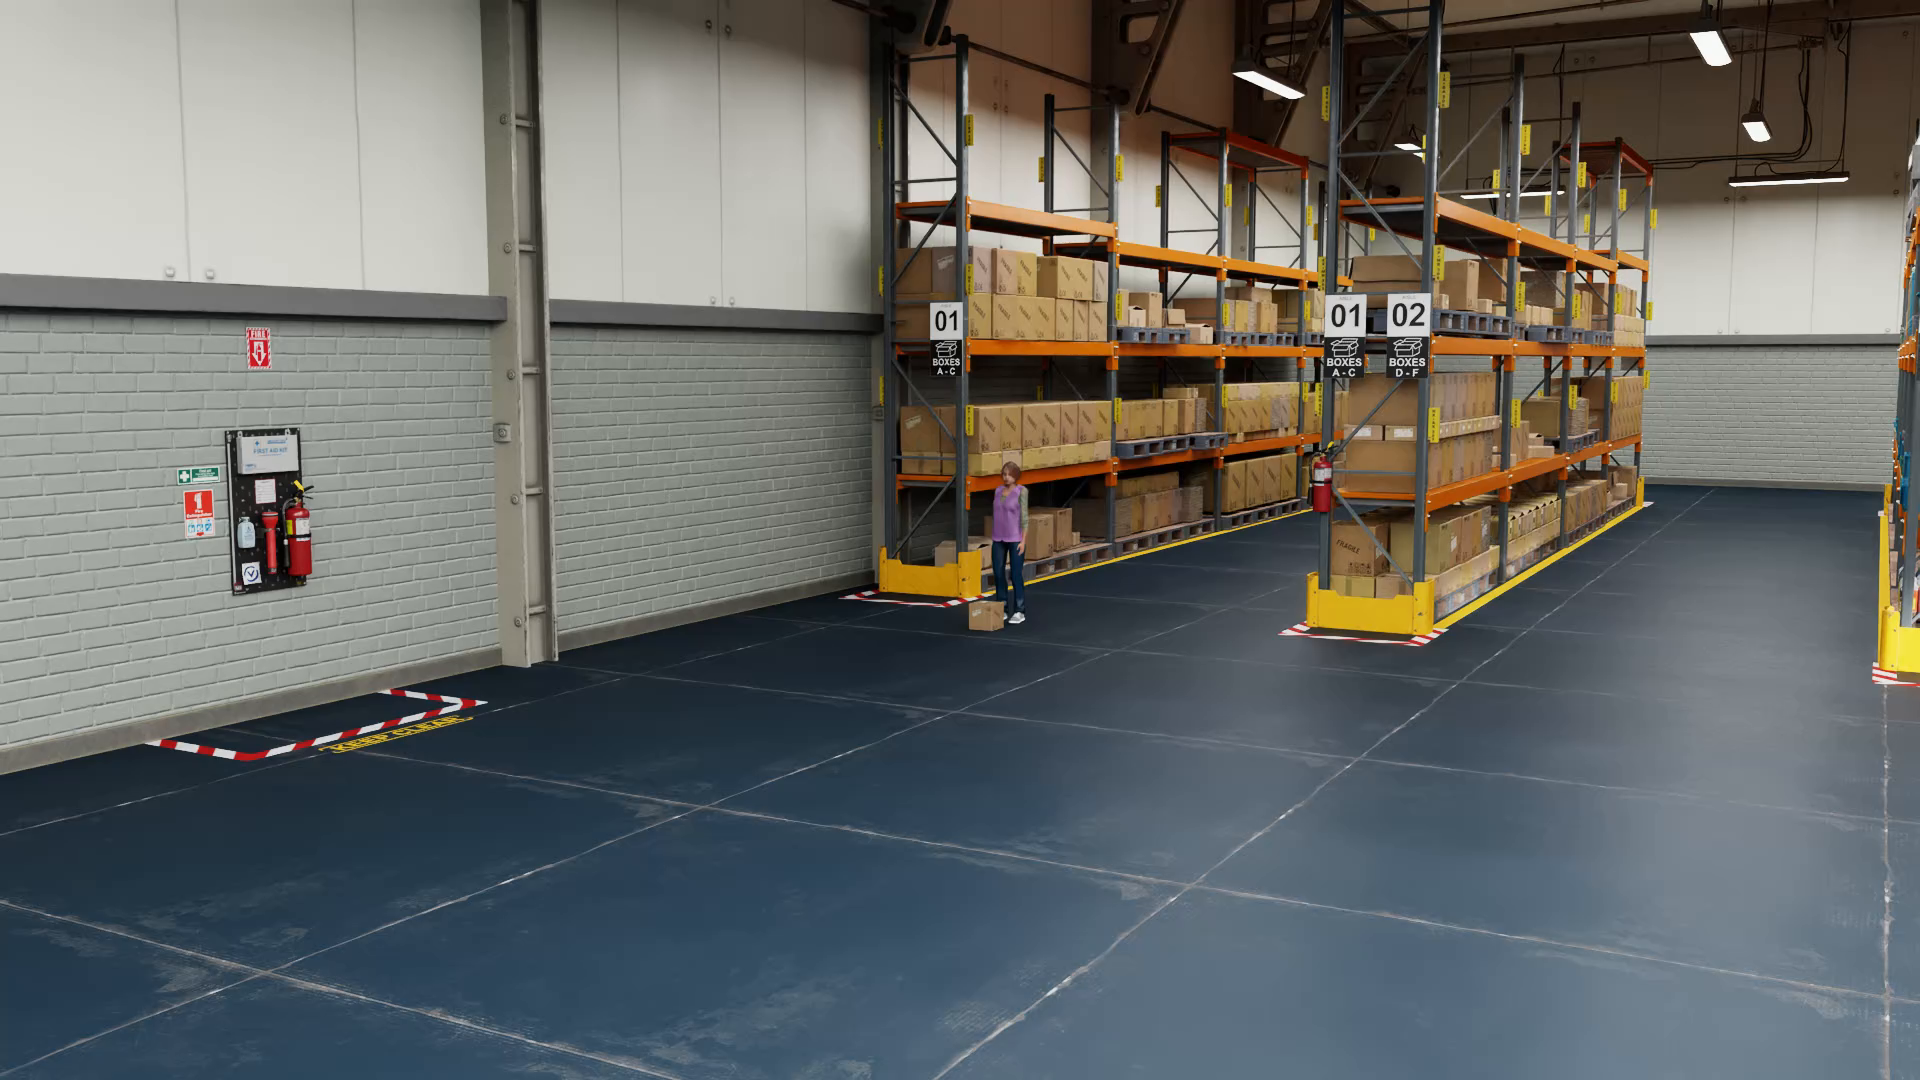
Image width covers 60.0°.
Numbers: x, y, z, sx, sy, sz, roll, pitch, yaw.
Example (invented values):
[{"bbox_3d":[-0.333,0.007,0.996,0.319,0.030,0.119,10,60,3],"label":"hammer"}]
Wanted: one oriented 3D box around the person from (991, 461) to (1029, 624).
[{"bbox_3d":[0.492,0.023,16.380,0.406,1.599,0.306,4,7,30],"label":"person"}]
